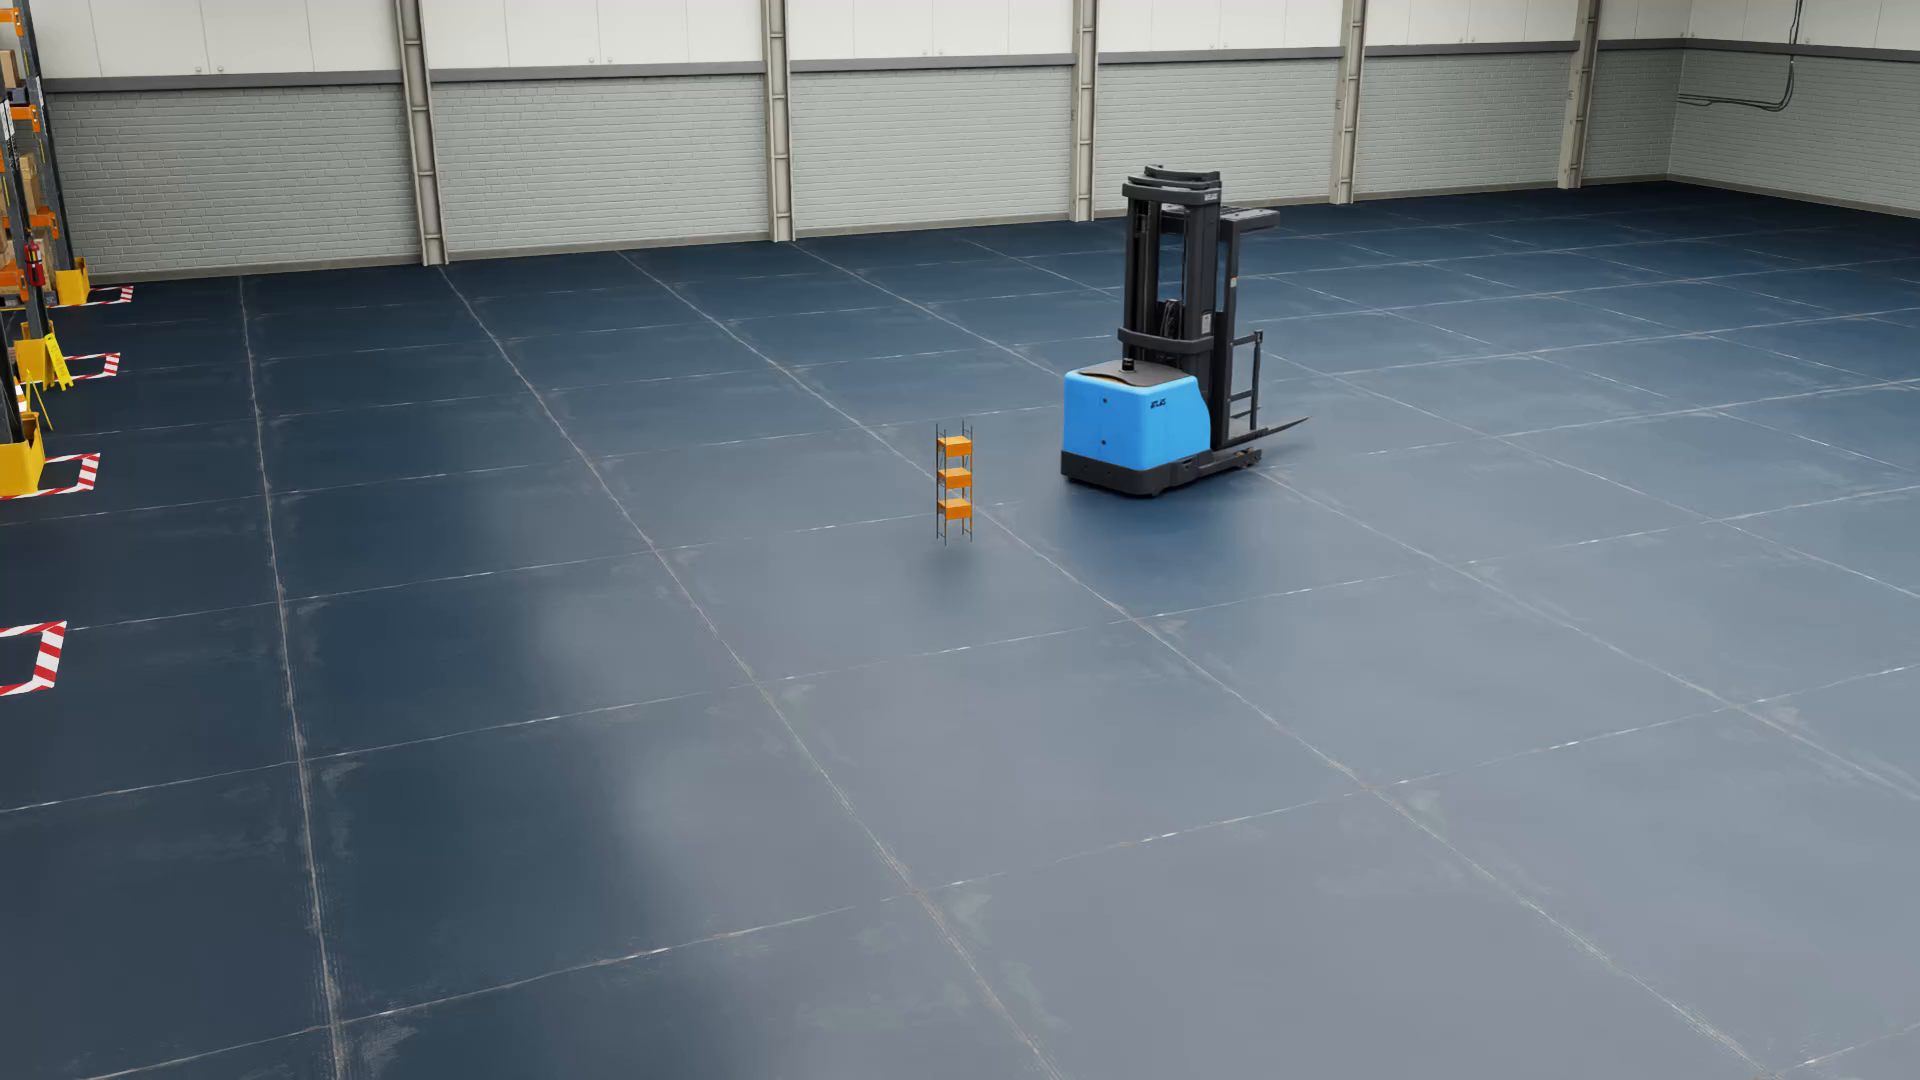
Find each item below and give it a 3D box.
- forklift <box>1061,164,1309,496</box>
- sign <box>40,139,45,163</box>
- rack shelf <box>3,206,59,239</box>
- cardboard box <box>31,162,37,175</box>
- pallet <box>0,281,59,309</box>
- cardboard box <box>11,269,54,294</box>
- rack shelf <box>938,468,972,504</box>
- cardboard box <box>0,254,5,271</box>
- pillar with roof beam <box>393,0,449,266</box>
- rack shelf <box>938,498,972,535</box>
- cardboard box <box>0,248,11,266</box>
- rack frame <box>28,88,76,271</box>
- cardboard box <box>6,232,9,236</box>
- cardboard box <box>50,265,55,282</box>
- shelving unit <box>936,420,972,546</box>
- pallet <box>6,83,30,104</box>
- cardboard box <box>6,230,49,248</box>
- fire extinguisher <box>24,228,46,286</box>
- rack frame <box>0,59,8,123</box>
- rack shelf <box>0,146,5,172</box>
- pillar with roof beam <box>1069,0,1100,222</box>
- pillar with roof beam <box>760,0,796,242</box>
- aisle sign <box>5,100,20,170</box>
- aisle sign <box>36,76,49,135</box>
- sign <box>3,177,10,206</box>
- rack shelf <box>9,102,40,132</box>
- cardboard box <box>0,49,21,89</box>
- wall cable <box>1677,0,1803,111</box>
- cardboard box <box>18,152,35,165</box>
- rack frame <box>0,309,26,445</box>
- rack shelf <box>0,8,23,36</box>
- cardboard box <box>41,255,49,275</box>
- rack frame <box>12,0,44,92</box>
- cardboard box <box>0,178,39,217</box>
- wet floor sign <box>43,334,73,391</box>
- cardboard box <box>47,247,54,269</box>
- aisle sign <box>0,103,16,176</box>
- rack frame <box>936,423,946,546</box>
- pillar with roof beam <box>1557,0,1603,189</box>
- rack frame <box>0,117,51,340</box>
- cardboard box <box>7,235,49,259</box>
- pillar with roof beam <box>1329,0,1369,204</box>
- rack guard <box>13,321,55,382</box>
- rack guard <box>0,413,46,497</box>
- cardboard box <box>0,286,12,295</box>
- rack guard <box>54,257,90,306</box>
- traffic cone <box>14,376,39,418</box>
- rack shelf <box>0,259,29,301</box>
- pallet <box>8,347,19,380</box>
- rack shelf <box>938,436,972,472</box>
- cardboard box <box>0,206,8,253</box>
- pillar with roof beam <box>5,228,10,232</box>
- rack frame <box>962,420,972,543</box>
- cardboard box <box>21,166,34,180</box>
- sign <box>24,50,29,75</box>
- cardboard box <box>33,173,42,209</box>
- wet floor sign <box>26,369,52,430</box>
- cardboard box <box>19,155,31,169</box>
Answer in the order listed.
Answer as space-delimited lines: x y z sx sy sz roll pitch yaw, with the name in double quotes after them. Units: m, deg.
2.379 -2.196 16.345 3.031 2.935 1.130 -18 26 -42 "forklift"
-12.998 -5.511 23.557 0.005 0.325 0.100 -8 21 -22 "sign"
-15.037 -4.418 23.636 4.000 0.370 1.077 -8 21 -22 "rack shelf"
-13.614 -5.408 24.237 0.250 0.149 0.380 -9 21 -23 "cardboard box"
-13.886 -3.592 24.405 1.213 0.211 1.003 -8 21 -22 "pallet"
-13.506 -3.763 24.201 0.500 0.250 0.500 -8 21 -22 "cardboard box"
-0.049 -0.478 14.331 0.240 0.259 0.215 -8 21 -22 "rack shelf"
-11.489 -3.274 19.683 0.250 0.149 0.380 -7 21 -20 "cardboard box"
-6.982 -7.510 22.301 0.400 9.000 9.100 -8 21 -22 "pillar with roof beam"
-0.049 -0.216 14.423 0.240 0.259 0.215 -8 21 -22 "rack shelf"
-11.624 -3.407 20.060 0.250 0.149 0.380 -8 21 -22 "cardboard box"
-13.200 -5.020 24.264 0.127 3.000 1.000 -8 21 -22 "rack frame"
-14.174 -4.321 24.279 0.500 0.250 0.500 -8 21 -22 "cardboard box"
-13.729 -3.916 24.637 0.500 0.250 0.500 -8 21 -22 "cardboard box"
-0.049 -0.488 14.328 0.252 1.050 0.215 -8 21 -22 "shelving unit"
-13.860 -6.308 23.539 1.213 0.211 1.003 -8 21 -22 "pallet"
-13.716 -4.388 24.469 0.500 0.250 0.500 -8 21 -23 "cardboard box"
-10.943 -3.345 19.623 0.183 0.674 0.296 -8 21 -22 "fire extinguisher"
-11.231 -6.337 18.970 0.127 3.000 1.000 -8 21 -22 "rack frame"
-13.067 -4.320 18.840 4.000 0.370 1.077 -8 21 -22 "rack shelf"
4.037 -9.088 26.784 0.400 9.000 9.100 -8 21 -22 "pillar with roof beam"
-1.473 -8.299 24.543 0.400 9.000 9.100 -8 21 -22 "pillar with roof beam"
-11.296 -4.836 19.826 0.004 0.787 0.394 -8 21 -22 "aisle sign"
-13.023 -6.166 23.602 0.004 0.787 0.394 -8 21 -22 "aisle sign"
-11.029 -4.030 19.233 0.005 0.325 0.100 -8 21 -22 "sign"
-15.037 -5.833 23.138 4.000 0.370 1.077 -8 21 -22 "rack shelf"
-13.510 -6.595 23.286 0.500 0.500 0.500 -7 21 -20 "cardboard box"
16.579 -10.499 35.467 0.112 2.526 3.097 -8 21 -22 "wall cable"
-13.593 -5.535 24.150 0.250 0.149 0.380 -9 21 -23 "cardboard box"
-9.177 -2.011 15.717 0.127 3.000 1.000 -8 21 -22 "rack frame"
-15.037 -7.059 22.706 4.000 0.370 1.077 -8 21 -22 "rack shelf"
-13.523 -3.998 24.115 0.500 0.250 0.500 -8 21 -23 "cardboard box"
-13.200 -7.850 23.267 0.127 3.000 1.000 -8 21 -22 "rack frame"
-13.548 -4.923 23.836 0.500 0.500 0.500 -9 21 -23 "cardboard box"
-10.632 -2.095 19.501 0.232 0.644 0.267 -1 19 -3 "wet floor sign"
-13.714 -4.159 24.572 0.500 0.250 0.500 -8 21 -21 "cardboard box"
-11.059 -4.653 19.306 0.004 0.787 0.394 -8 21 -22 "aisle sign"
-0.161 -0.472 14.282 0.008 1.050 0.200 -8 21 -22 "rack frame"
15.055 -10.667 31.268 0.400 9.000 9.100 -8 21 -22 "pillar with roof beam"
-11.231 -3.507 19.966 0.127 3.000 1.000 -8 21 -22 "rack frame"
-13.499 -4.237 24.042 0.500 0.250 0.500 -7 21 -20 "cardboard box"
9.546 -9.878 29.026 0.400 9.000 9.100 -8 21 -22 "pillar with roof beam"
-11.300 -2.318 20.353 0.348 0.500 1.175 -8 21 -22 "rack guard"
-9.155 -0.835 16.141 0.348 0.500 1.175 -8 21 -22 "rack guard"
-13.967 -3.701 24.024 0.500 0.250 0.500 -8 21 -22 "cardboard box"
-13.178 -3.844 24.688 0.348 0.500 1.175 -8 21 -22 "rack guard"
-10.363 -1.567 18.275 0.334 0.463 0.336 -8 21 -22 "traffic cone"
-13.067 -2.905 19.338 4.000 0.370 1.077 -8 21 -22 "rack shelf"
-12.060 -2.086 20.128 1.213 0.211 1.003 -8 21 -22 "pallet"
-0.049 -0.746 14.237 0.240 0.259 0.215 -8 21 -22 "rack shelf"
-11.775 -3.717 19.963 0.500 0.500 0.500 -8 21 -23 "cardboard box"
-12.491 -6.720 20.059 0.400 9.000 9.100 -8 21 -22 "pillar with roof beam"
0.063 -0.504 14.373 0.008 1.050 0.200 -8 21 -22 "rack frame"
-13.407 -5.242 23.767 0.250 0.149 0.380 -8 21 -21 "cardboard box"
-12.998 -6.648 23.157 0.005 0.325 0.100 -8 21 -22 "sign"
-13.765 -5.087 24.303 0.500 0.500 0.500 -7 21 -20 "cardboard box"
-9.935 -1.508 17.833 0.232 0.644 0.267 -12 23 -31 "wet floor sign"
-13.446 -5.402 23.774 0.250 0.149 0.380 -8 21 -22 "cardboard box"
